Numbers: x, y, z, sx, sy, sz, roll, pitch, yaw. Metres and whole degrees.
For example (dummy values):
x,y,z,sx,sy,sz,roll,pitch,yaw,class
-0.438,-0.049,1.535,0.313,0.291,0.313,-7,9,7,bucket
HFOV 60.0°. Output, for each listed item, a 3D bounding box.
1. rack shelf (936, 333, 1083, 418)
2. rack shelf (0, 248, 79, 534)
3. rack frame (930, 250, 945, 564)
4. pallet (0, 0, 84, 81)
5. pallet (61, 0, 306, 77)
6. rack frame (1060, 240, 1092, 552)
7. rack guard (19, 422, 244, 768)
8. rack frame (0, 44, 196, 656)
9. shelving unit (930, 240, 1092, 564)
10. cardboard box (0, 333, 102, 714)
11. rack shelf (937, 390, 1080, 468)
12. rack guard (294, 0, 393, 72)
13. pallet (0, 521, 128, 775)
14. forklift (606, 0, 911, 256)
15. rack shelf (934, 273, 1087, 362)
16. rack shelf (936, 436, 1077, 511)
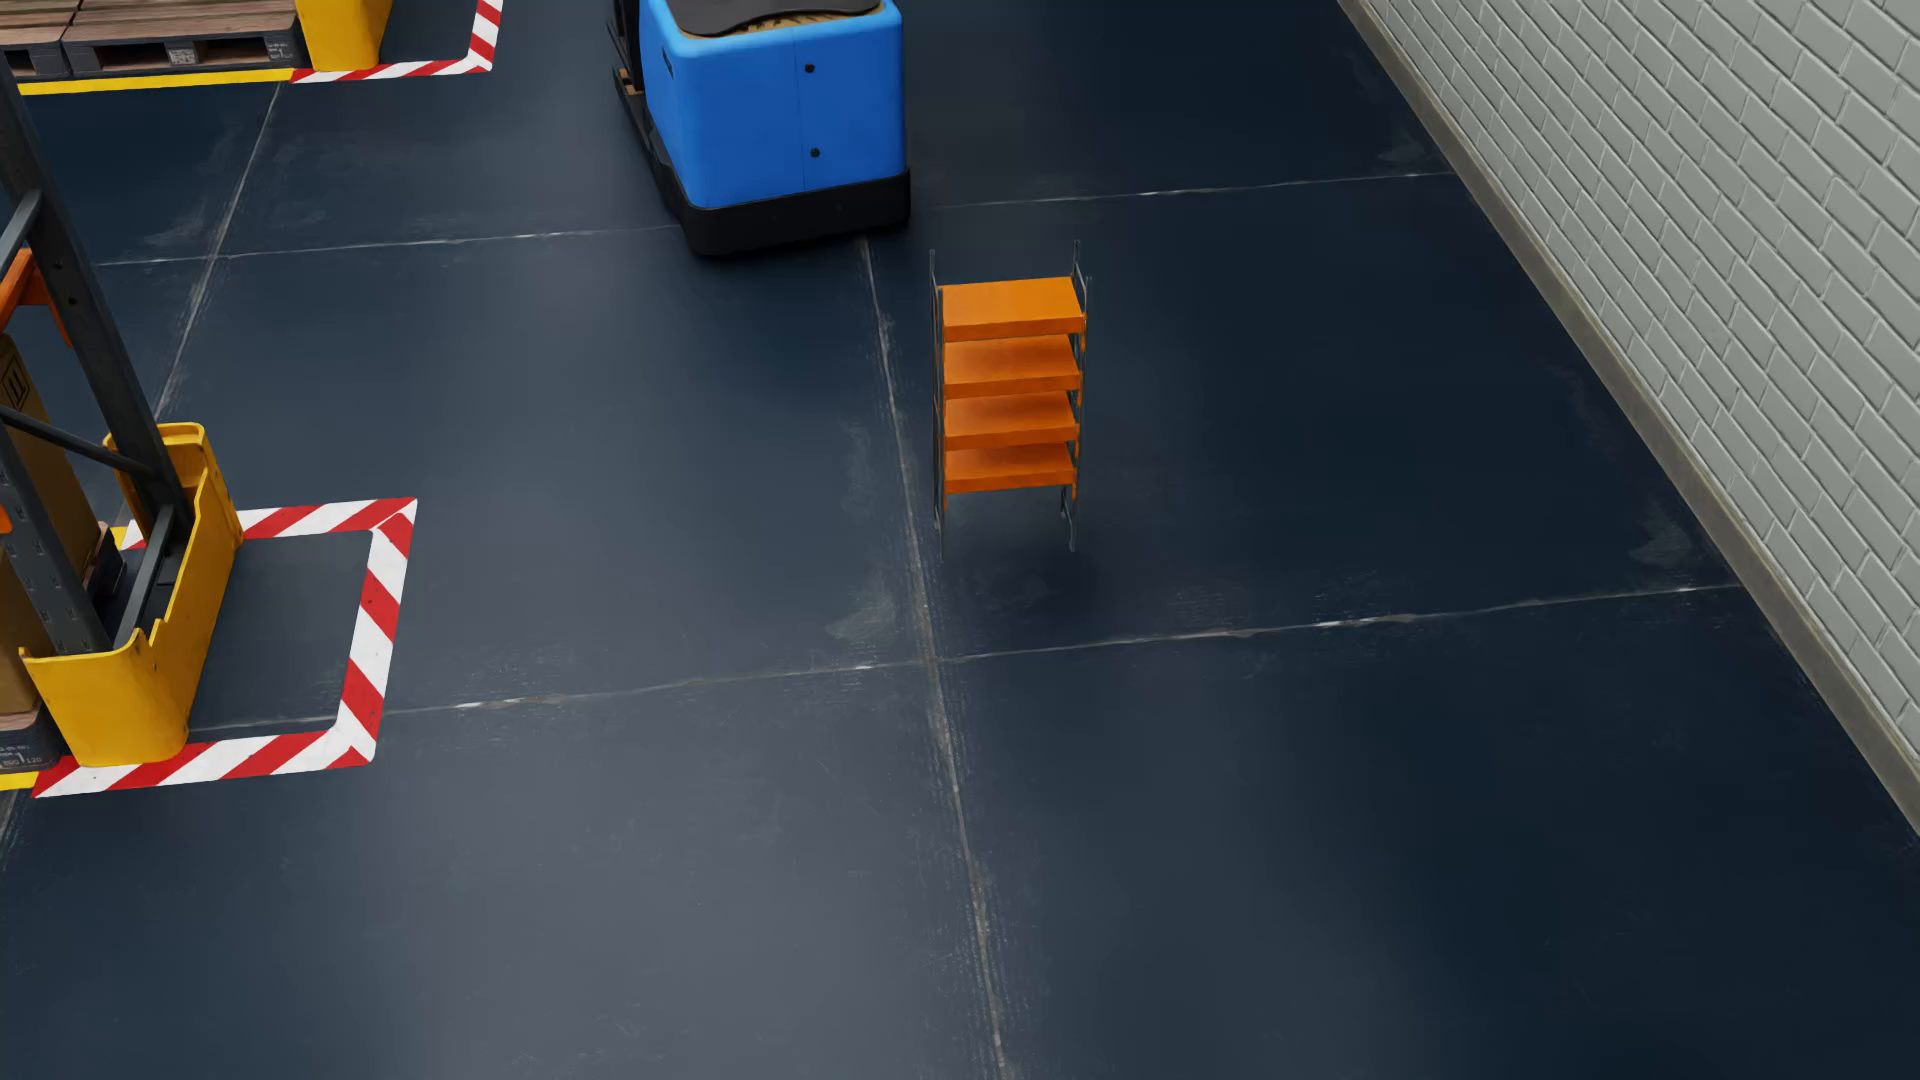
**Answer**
x,y,z,sx,sy,sz,roll,pitch,yaw,class
0.164,-0.576,5.759,0.480,0.148,0.258,-5,42,-6,rack shelf
-4.807,-0.325,4.907,4.000,0.370,1.077,-5,42,-6,rack shelf
-0.078,-0.439,5.841,0.015,1.200,0.240,-5,42,-6,rack frame
-5.496,-2.870,9.274,1.213,0.211,1.003,-5,42,-6,pallet
-4.289,-2.974,9.389,1.213,0.211,1.003,-5,42,-6,pallet
0.406,-0.481,5.888,0.015,1.200,0.240,-5,42,-6,rack frame
-2.800,0.161,5.699,0.348,0.500,1.175,-5,42,-6,rack guard
-2.824,-0.765,4.859,0.127,3.000,1.000,-5,42,-6,rack frame
0.164,-0.460,5.864,0.503,1.200,0.258,-5,42,-6,shelving unit
-3.448,-0.024,5.310,0.875,0.875,0.875,-5,42,-6,cardboard box
0.164,-0.410,5.909,0.480,0.148,0.258,-5,42,-6,rack shelf
-3.444,-3.137,9.355,0.348,0.500,1.175,-5,42,-6,rack guard
-3.607,0.391,5.658,1.213,0.211,1.003,-5,42,-6,pallet
-1.198,-3.384,7.813,1.130,2.935,3.031,-13,44,-14,forklift
0.164,-0.752,5.601,0.480,0.148,0.258,-5,42,-6,rack shelf
0.164,-0.263,6.042,0.480,0.148,0.258,-5,42,-6,rack shelf
